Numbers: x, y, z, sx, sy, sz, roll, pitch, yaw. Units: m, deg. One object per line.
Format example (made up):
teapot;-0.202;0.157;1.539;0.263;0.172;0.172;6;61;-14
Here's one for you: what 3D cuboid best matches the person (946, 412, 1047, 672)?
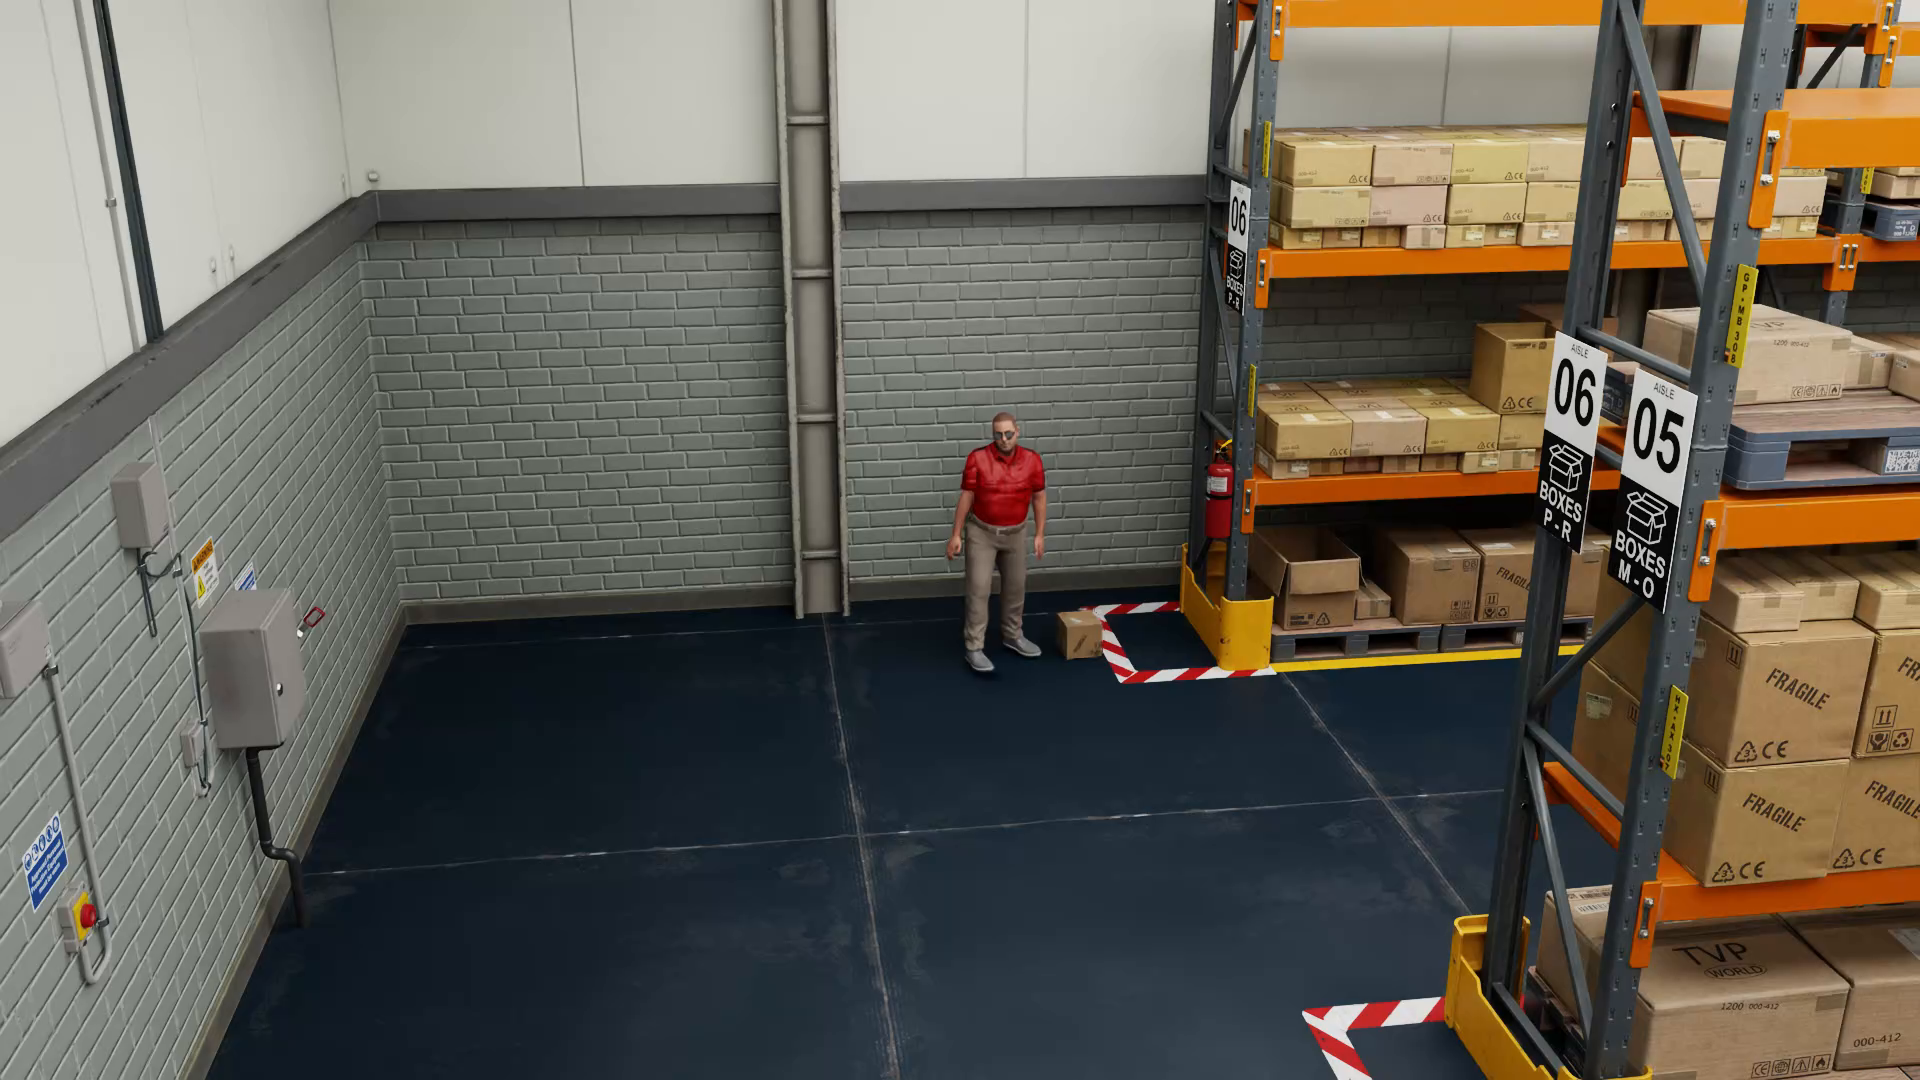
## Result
person;0.257;0.008;11.009;0.682;1.725;0.531;-5;20;-13
